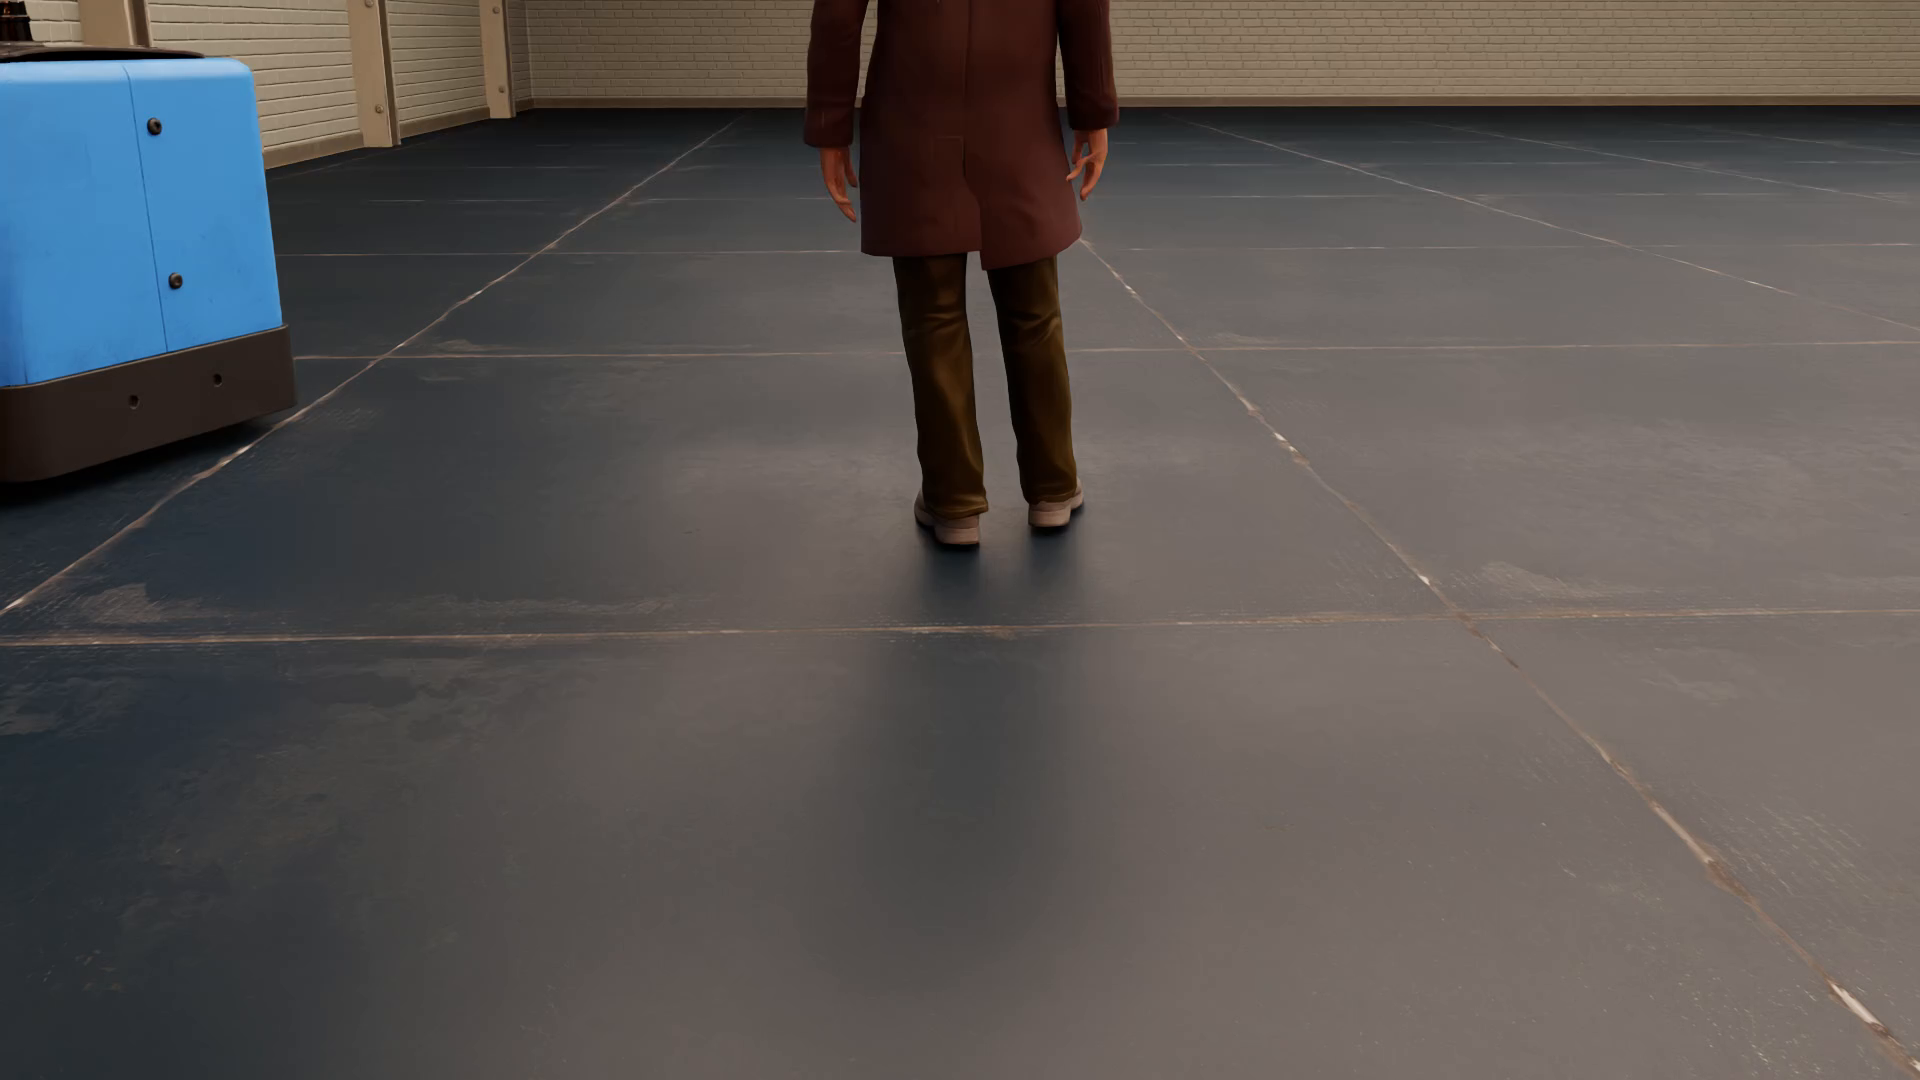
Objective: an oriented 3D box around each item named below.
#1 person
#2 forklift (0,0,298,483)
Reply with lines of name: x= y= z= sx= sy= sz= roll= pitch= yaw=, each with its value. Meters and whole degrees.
person: x=-0.001 y=-0.884 z=3.744 sx=0.698 sy=1.778 sz=0.579 roll=-1 pitch=17 yaw=-3
forklift: x=-3.566 y=-1.755 z=4.645 sx=3.031 sy=2.935 sz=1.130 roll=6 pitch=18 yaw=18
